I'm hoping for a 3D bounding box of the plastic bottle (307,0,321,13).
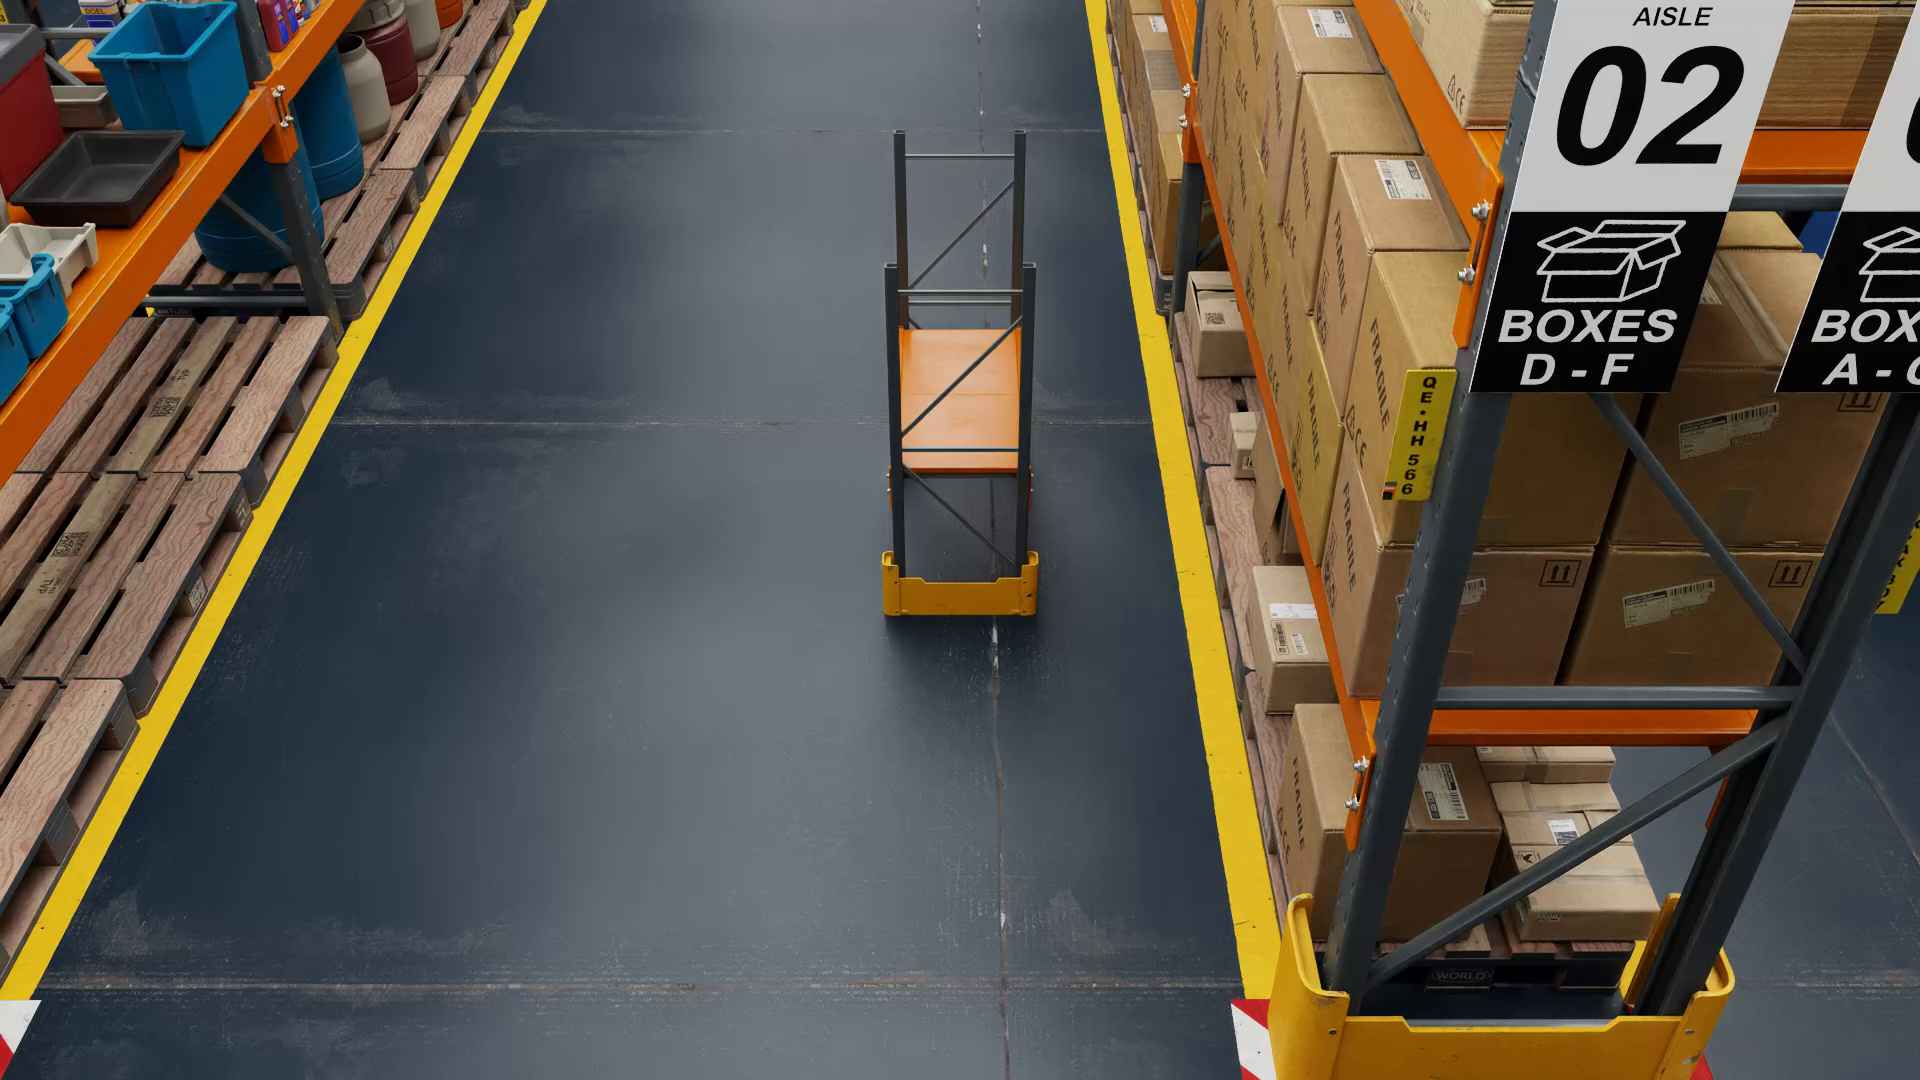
[{"bbox_3d":[-3.076,-2.596,7.690,0.152,0.276,0.135,0,39,0],"label":"plastic bottle"}]

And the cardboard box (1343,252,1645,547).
[{"bbox_3d":[1.227,-0.333,3.887,0.500,0.500,0.500,0,39,0],"label":"cardboard box"}]

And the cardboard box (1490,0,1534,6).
[{"bbox_3d":[1.247,-1.254,3.238,0.500,0.250,0.500,0,39,0],"label":"cardboard box"}]

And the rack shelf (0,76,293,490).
[{"bbox_3d":[-3.453,-0.595,5.668,1.077,0.370,4.000,0,39,0],"label":"rack shelf"}]

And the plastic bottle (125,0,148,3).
[{"bbox_3d":[-3.746,-2.451,7.568,0.097,0.201,0.097,0,39,0],"label":"plastic bottle"}]

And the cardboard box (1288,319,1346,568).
[{"bbox_3d":[1.226,-0.269,4.607,0.500,0.500,0.500,0,39,0],"label":"cardboard box"}]

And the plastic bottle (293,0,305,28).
[{"bbox_3d":[-3.048,-2.434,7.547,0.097,0.201,0.097,0,39,0],"label":"plastic bottle"}]

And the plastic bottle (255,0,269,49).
[{"bbox_3d":[-3.132,-2.352,7.326,0.144,0.351,0.185,0,39,0],"label":"plastic bottle"}]

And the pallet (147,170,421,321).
[{"bbox_3d":[-3.415,-1.520,8.478,1.003,0.211,1.213,0,39,0],"label":"pallet"}]

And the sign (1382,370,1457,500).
[{"bbox_3d":[0.947,-0.213,3.439,0.100,0.325,0.005,0,39,0],"label":"sign"}]

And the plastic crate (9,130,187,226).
[{"bbox_3d":[-3.186,-1.342,6.198,0.437,0.125,0.590,0,39,0],"label":"plastic crate"}]

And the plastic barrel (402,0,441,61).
[{"bbox_3d":[-3.353,-3.161,9.950,0.421,0.512,0.421,0,39,0],"label":"plastic barrel"}]

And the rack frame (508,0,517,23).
[{"bbox_3d":[-3.460,-4.627,10.126,1.000,3.000,0.127,0,39,0],"label":"rack frame"}]

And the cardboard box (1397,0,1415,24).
[{"bbox_3d":[1.249,-1.372,3.784,0.500,0.250,0.500,0,39,0],"label":"cardboard box"}]

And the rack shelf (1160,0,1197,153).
[{"bbox_3d":[1.495,-3.097,8.791,1.077,0.370,4.000,0,39,0],"label":"rack shelf"}]

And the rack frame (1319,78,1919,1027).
[{"bbox_3d":[1.502,0.374,3.884,1.000,3.000,0.127,0,39,0],"label":"rack frame"}]

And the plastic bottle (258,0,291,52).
[{"bbox_3d":[-3.029,-2.310,7.327,0.061,0.283,0.133,0,39,0],"label":"plastic bottle"}]

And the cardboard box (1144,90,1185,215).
[{"bbox_3d":[1.218,-1.941,8.420,0.500,0.500,0.500,0,39,0],"label":"cardboard box"}]

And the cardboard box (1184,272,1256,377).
[{"bbox_3d":[1.282,-0.987,7.381,0.500,0.311,0.500,0,39,0],"label":"cardboard box"}]

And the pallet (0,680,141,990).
[{"bbox_3d":[-3.413,0.948,5.398,1.003,0.211,1.213,0,39,0],"label":"pallet"}]

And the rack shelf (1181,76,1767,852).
[{"bbox_3d":[1.500,-0.596,5.670,1.077,0.370,4.000,0,39,0],"label":"rack shelf"}]

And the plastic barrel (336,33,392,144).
[{"bbox_3d":[-3.351,-2.455,9.069,0.421,0.512,0.421,0,39,0],"label":"plastic barrel"}]

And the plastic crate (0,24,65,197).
[{"bbox_3d":[-3.705,-1.616,6.268,0.402,0.464,0.583,0,39,0],"label":"plastic crate"}]

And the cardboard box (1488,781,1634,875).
[{"bbox_3d":[1.845,0.890,5.155,0.380,0.166,0.250,0,39,0],"label":"cardboard box"}]

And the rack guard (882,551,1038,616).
[{"bbox_3d":[0.000,0.166,6.343,0.587,0.250,0.087,0,39,0],"label":"rack guard"}]

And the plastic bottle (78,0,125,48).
[{"bbox_3d":[-3.779,-2.324,7.350,0.152,0.276,0.135,0,39,0],"label":"plastic bottle"}]

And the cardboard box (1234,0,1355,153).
[{"bbox_3d":[1.218,-1.617,5.490,0.500,0.500,0.500,-1,39,-1],"label":"cardboard box"}]

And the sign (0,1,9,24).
[{"bbox_3d":[-4.006,-2.235,6.919,0.100,0.325,0.005,0,39,0],"label":"sign"}]

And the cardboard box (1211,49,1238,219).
[{"bbox_3d":[1.230,-1.527,6.177,0.500,0.500,0.500,1,39,1],"label":"cardboard box"}]

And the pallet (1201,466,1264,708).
[{"bbox_3d":[1.502,0.155,6.388,1.003,0.211,1.213,0,39,0],"label":"pallet"}]

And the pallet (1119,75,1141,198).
[{"bbox_3d":[1.455,-2.312,9.467,1.003,0.211,1.213,0,39,0],"label":"pallet"}]

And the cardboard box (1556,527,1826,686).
[{"bbox_3d":[1.766,0.058,4.200,0.500,0.500,0.500,1,39,1],"label":"cardboard box"}]

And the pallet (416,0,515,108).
[{"bbox_3d":[-3.418,-3.046,10.382,1.003,0.211,1.213,0,39,0],"label":"pallet"}]

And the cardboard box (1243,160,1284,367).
[{"bbox_3d":[1.230,-0.896,5.390,0.500,0.500,0.500,-1,39,-1],"label":"cardboard box"}]

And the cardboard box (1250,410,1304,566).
[{"bbox_3d":[1.505,-0.150,6.183,0.797,0.503,0.637,0,39,0],"label":"cardboard box"}]

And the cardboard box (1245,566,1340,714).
[{"bbox_3d":[1.284,0.342,5.772,0.500,0.250,0.500,0,39,0],"label":"cardboard box"}]

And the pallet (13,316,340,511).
[{"bbox_3d":[-3.416,-0.578,7.302,1.003,0.211,1.213,0,39,0],"label":"pallet"}]

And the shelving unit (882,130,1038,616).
[{"bbox_3d":[0.000,-0.633,6.340,0.587,1.500,1.083,0,39,0],"label":"shelving unit"}]

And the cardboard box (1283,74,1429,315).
[{"bbox_3d":[1.220,-0.973,4.686,0.500,0.500,0.500,1,39,1],"label":"cardboard box"}]

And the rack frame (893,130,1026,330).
[{"bbox_3d":[-0.001,-0.957,6.744,0.500,1.500,0.032,0,39,0],"label":"rack frame"}]

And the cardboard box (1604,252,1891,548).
[{"bbox_3d":[1.766,-0.333,3.887,0.500,0.500,0.500,1,39,1],"label":"cardboard box"}]

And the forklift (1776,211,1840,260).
[{"bbox_3d":[4.356,-2.177,7.123,1.130,2.935,3.031,11,40,13],"label":"forklift"}]

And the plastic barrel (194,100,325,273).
[{"bbox_3d":[-3.439,-1.811,7.954,0.600,0.901,0.708,0,39,0],"label":"plastic barrel"}]

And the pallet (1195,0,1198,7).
[{"bbox_3d":[1.606,-2.552,7.689,1.003,0.211,1.213,0,39,0],"label":"pallet"}]

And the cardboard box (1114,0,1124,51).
[{"bbox_3d":[1.214,-3.213,10.007,0.500,0.500,0.500,-1,39,-2],"label":"cardboard box"}]

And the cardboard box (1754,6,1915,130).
[{"bbox_3d":[1.756,-1.059,3.394,0.500,0.250,0.500,0,39,0],"label":"cardboard box"}]

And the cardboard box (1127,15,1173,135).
[{"bbox_3d":[1.215,-2.573,9.209,0.500,0.500,0.500,-1,39,-2],"label":"cardboard box"}]

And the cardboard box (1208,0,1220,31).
[{"bbox_3d":[1.217,-2.261,6.294,0.500,0.500,0.500,1,39,1],"label":"cardboard box"}]

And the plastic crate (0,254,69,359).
[{"bbox_3d":[-3.124,-0.748,5.371,0.416,0.233,0.300,0,39,0],"label":"plastic crate"}]

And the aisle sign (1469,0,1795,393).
[{"bbox_3d":[1.196,-0.597,3.018,0.394,0.787,0.004,0,39,0],"label":"aisle sign"}]

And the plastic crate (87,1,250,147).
[{"bbox_3d":[-3.114,-1.851,6.626,0.392,0.384,0.575,0,39,0],"label":"plastic crate"}]
